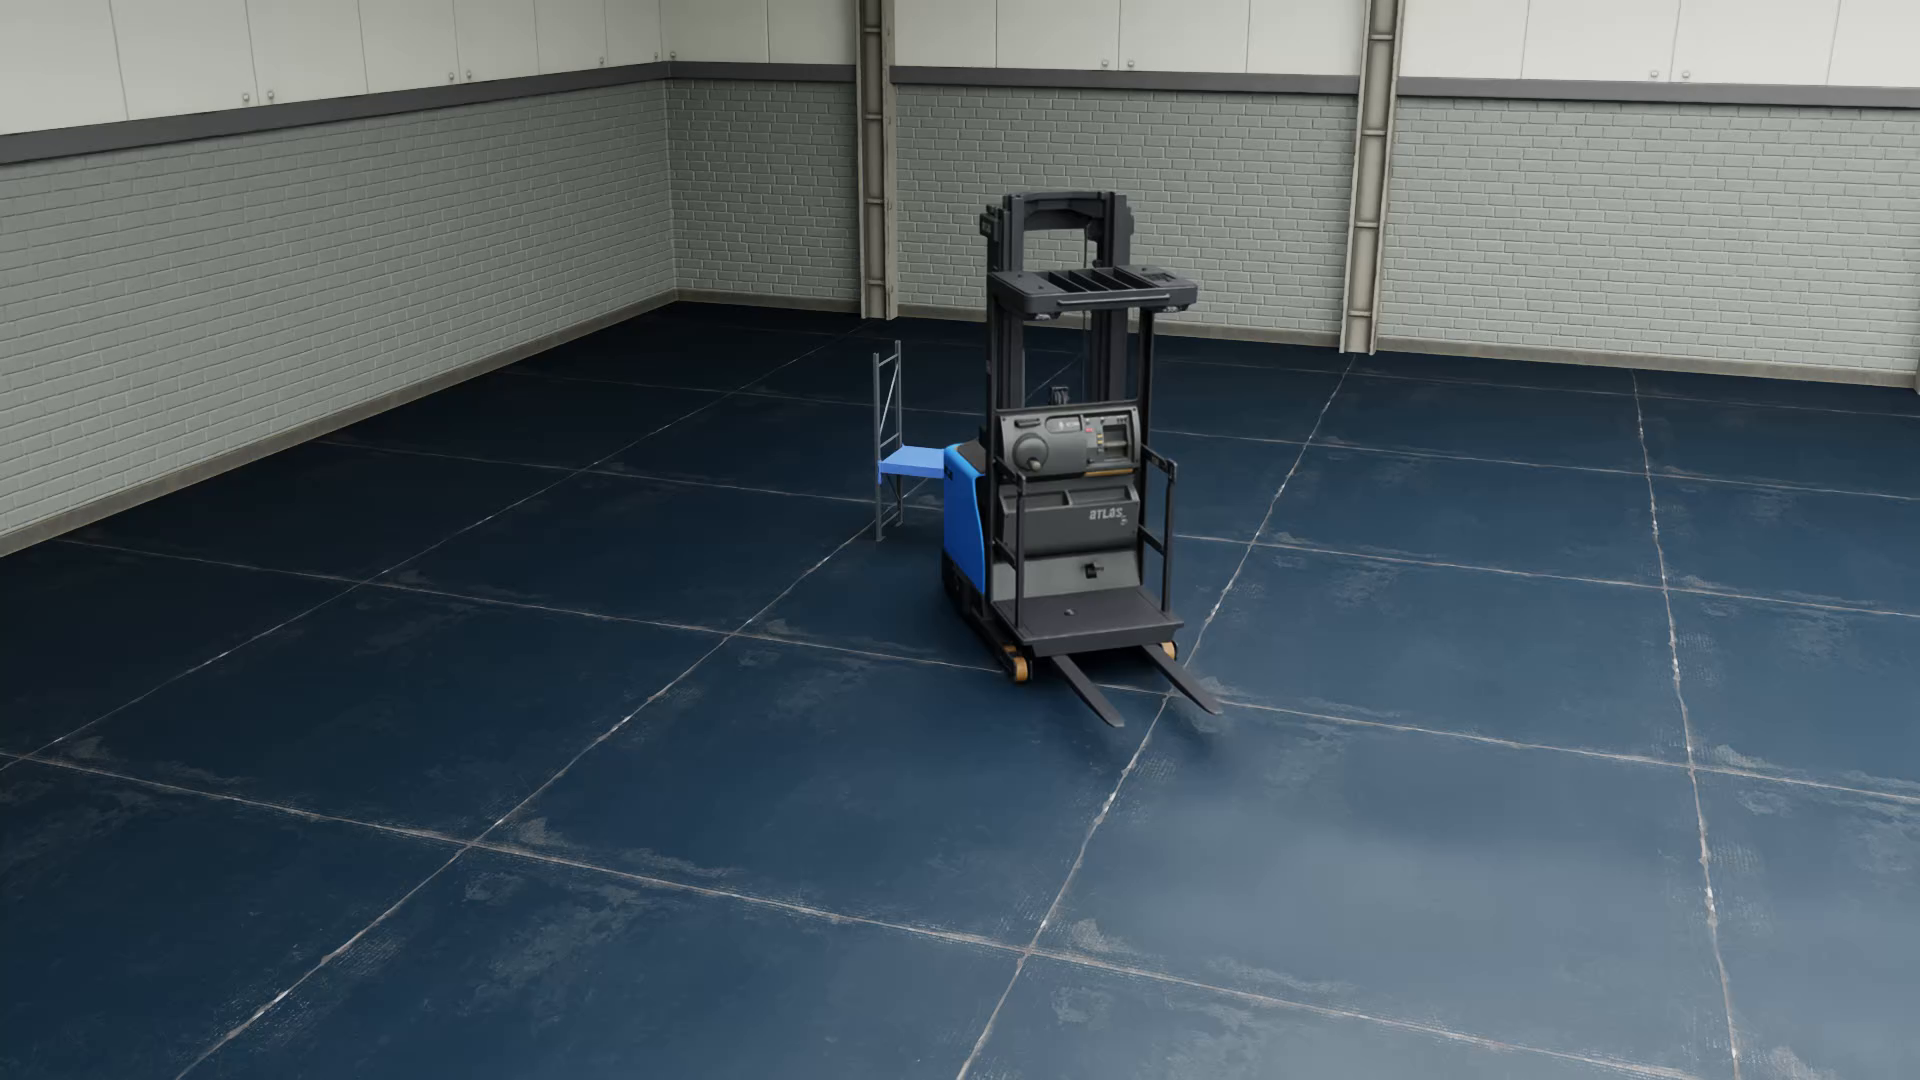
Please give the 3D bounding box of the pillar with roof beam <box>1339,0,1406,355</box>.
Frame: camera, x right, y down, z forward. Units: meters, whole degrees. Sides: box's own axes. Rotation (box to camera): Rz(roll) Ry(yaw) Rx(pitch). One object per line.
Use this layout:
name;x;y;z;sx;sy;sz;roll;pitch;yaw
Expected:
pillar with roof beam;3.228;-5.116;14.082;0.400;9.000;9.100;7;20;18

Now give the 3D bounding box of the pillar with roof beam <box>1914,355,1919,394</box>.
pillar with roof beam;8.895;-4.468;12.223;0.400;9.000;9.100;7;20;18

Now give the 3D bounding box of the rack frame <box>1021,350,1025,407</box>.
rack frame;0.400;-0.663;12.698;0.032;1.500;0.500;7;20;18

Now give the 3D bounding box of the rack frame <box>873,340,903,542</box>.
rack frame;-0.561;-0.772;13.013;0.032;1.500;0.500;7;20;18

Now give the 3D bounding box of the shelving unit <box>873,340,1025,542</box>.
shelving unit;-0.081;-0.717;12.856;1.048;1.500;0.538;7;20;18

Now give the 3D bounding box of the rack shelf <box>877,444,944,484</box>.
rack shelf;-0.081;-0.548;12.915;1.000;0.185;0.538;7;20;18

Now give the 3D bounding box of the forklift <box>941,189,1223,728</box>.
forklift;0.769;-0.628;10.425;1.130;2.935;3.031;-5;20;-15

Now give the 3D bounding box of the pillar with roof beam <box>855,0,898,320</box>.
pillar with roof beam;-2.440;-5.764;15.941;0.400;9.000;9.100;7;20;18
